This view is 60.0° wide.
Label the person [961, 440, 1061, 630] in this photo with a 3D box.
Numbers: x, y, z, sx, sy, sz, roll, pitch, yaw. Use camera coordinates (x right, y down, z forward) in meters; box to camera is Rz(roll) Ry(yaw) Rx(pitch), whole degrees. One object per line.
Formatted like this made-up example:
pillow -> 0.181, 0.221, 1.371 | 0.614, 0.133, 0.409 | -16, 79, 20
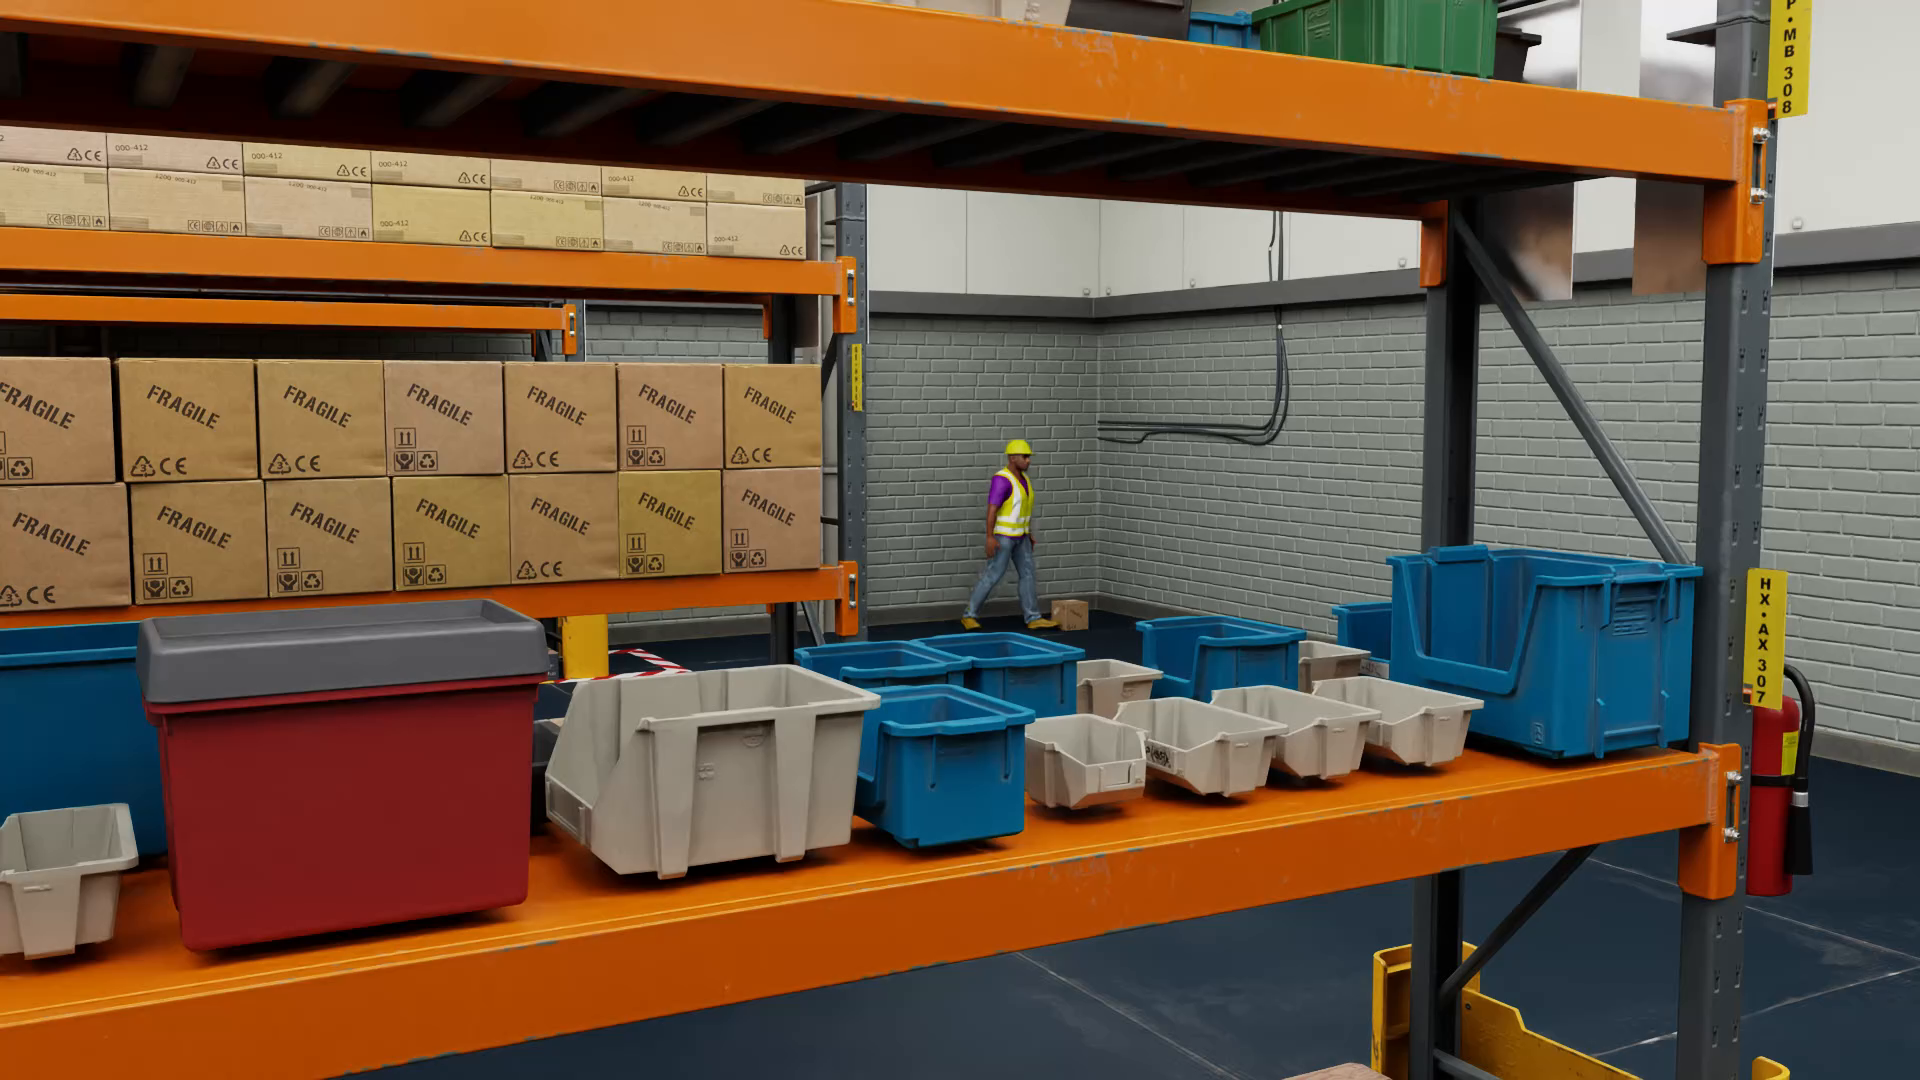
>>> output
person -> 0.463, -0.041, 15.204 | 0.812, 1.752, 0.738 | 3, 6, 27
